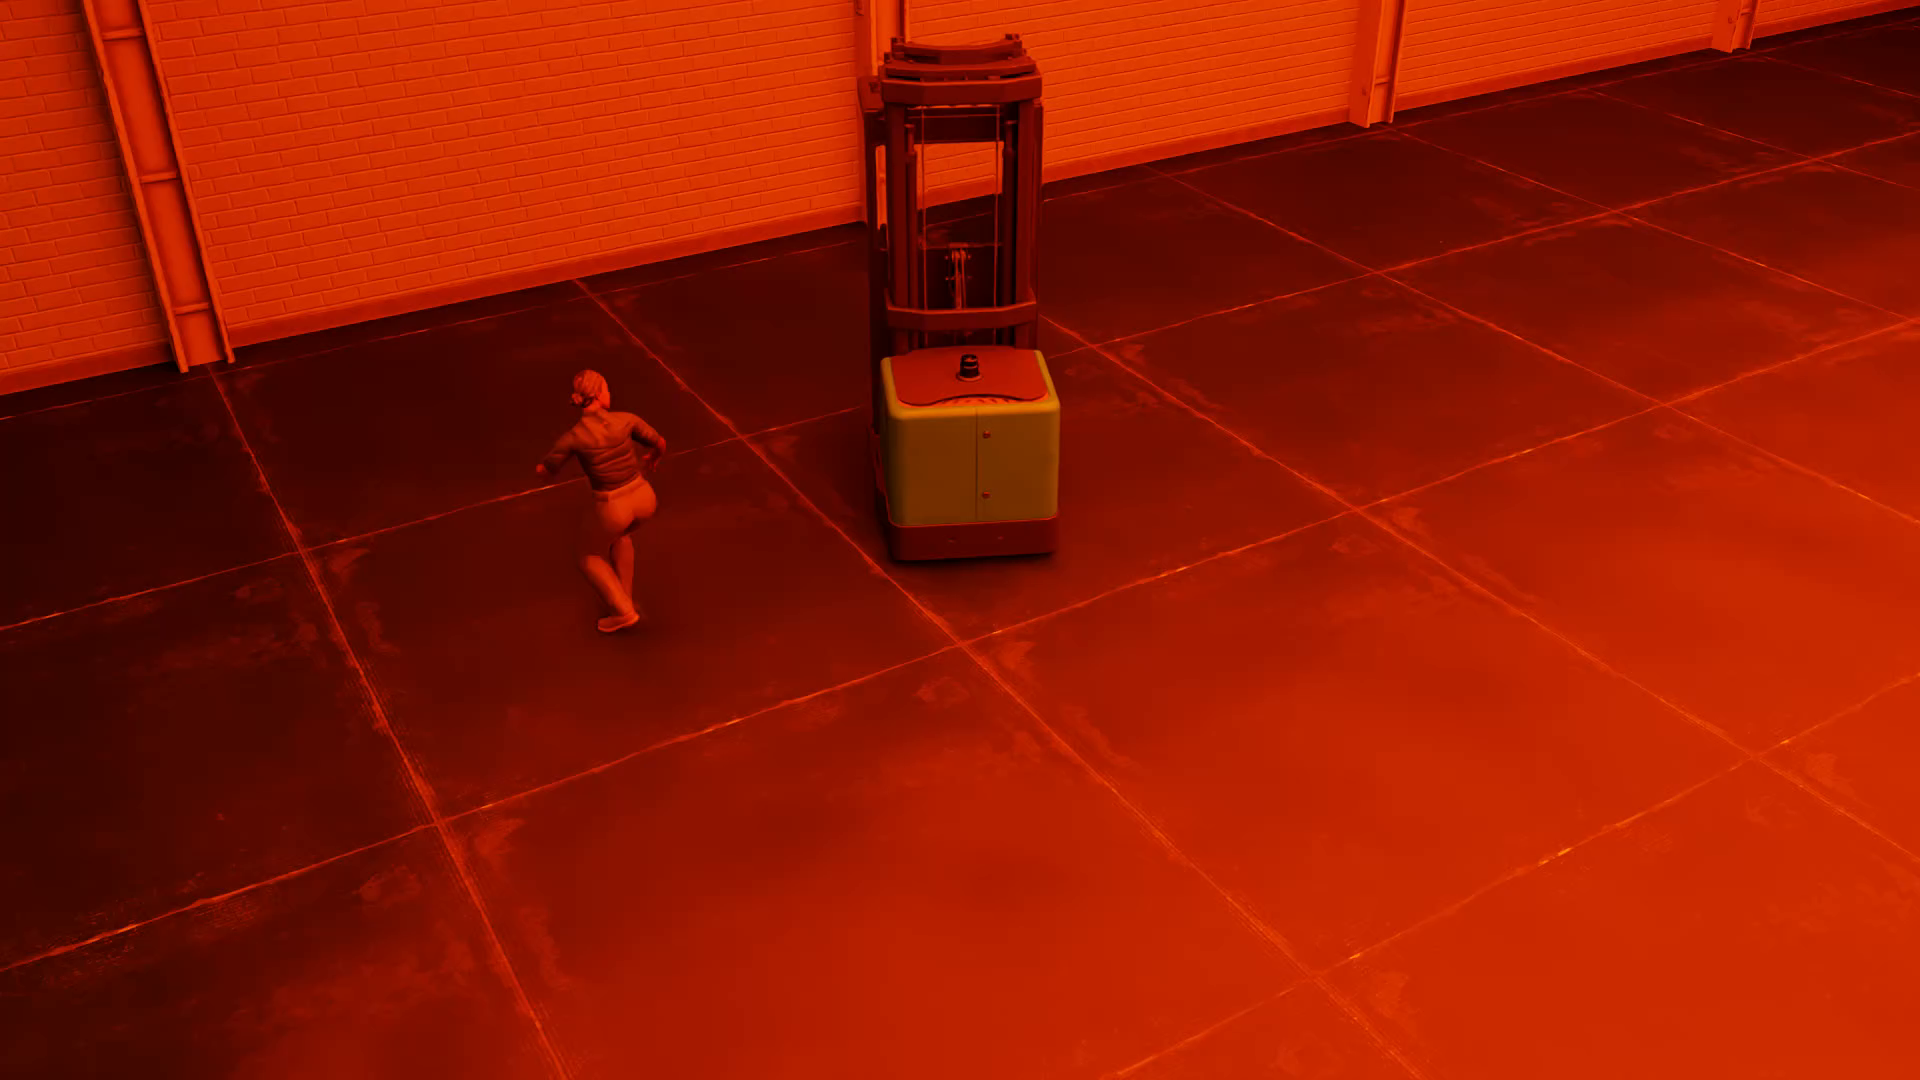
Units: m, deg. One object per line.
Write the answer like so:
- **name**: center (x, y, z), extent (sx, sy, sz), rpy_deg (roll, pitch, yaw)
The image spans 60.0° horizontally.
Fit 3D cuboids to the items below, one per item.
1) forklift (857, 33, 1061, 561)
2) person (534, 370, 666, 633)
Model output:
- **forklift**: center (-0.066, -1.865, 10.761), extent (1.130, 2.935, 3.031), rpy_deg (-3, 31, -5)
- **person**: center (-2.019, -0.269, 9.435), extent (0.741, 1.558, 0.712), rpy_deg (-24, 38, -34)
